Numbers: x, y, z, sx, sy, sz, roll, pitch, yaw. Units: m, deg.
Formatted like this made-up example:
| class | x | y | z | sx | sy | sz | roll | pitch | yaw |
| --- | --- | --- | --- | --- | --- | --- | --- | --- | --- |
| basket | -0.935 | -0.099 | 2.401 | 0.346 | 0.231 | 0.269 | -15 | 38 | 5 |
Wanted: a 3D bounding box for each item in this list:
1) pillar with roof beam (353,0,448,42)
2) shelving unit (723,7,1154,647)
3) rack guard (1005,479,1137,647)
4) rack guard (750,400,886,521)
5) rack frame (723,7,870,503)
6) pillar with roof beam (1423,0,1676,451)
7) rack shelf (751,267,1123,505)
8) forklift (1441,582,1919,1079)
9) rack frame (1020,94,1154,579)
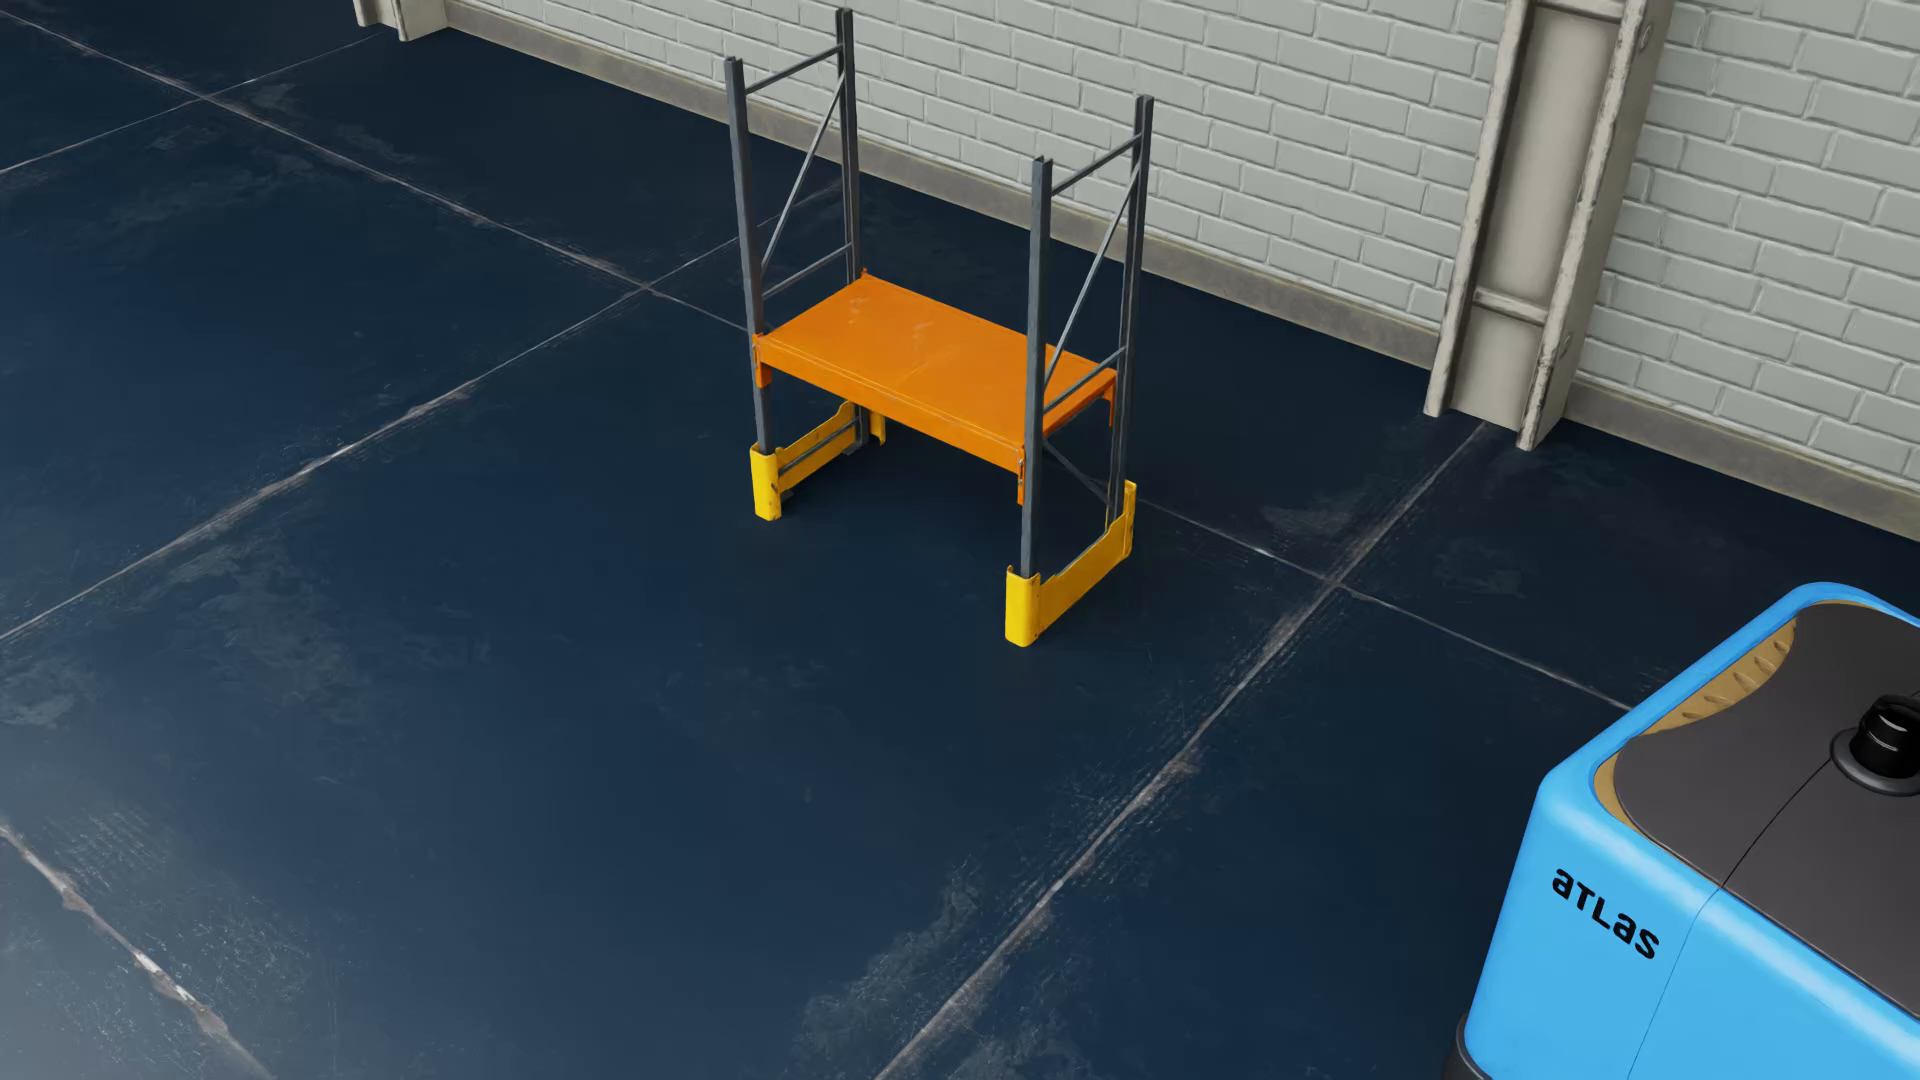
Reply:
| class | x | y | z | sx | sy | sz | roll | pitch | yaw |
| --- | --- | --- | --- | --- | --- | --- | --- | --- | --- |
| pillar with roof beam | -5.512 | -4.129 | 3.225 | 0.400 | 9.000 | 9.100 | 25 | 45 | 29 |
| shelving unit | -0.061 | -0.619 | 4.824 | 1.083 | 1.500 | 0.587 | 25 | 45 | 29 |
| rack guard | 0.335 | 0.060 | 4.971 | 0.087 | 0.250 | 0.587 | 25 | 45 | 29 |
| rack guard | -0.456 | -0.313 | 5.448 | 0.087 | 0.250 | 0.587 | 25 | 45 | 29 |
| rack frame | -0.472 | -0.813 | 5.072 | 0.032 | 1.500 | 0.500 | 25 | 45 | 29 |
| pillar with roof beam | -0.746 | -1.882 | 0.354 | 0.400 | 9.000 | 9.100 | 25 | 45 | 29 |
| rack shelf | -0.068 | -0.481 | 4.939 | 1.000 | 0.185 | 0.538 | 25 | 45 | 29 |
| forklift | 2.333 | 0.648 | 2.045 | 1.130 | 2.935 | 3.031 | -26 | 45 | -29 |
| rack frame | 0.336 | -0.432 | 4.585 | 0.032 | 1.500 | 0.500 | 25 | 45 | 29 |
